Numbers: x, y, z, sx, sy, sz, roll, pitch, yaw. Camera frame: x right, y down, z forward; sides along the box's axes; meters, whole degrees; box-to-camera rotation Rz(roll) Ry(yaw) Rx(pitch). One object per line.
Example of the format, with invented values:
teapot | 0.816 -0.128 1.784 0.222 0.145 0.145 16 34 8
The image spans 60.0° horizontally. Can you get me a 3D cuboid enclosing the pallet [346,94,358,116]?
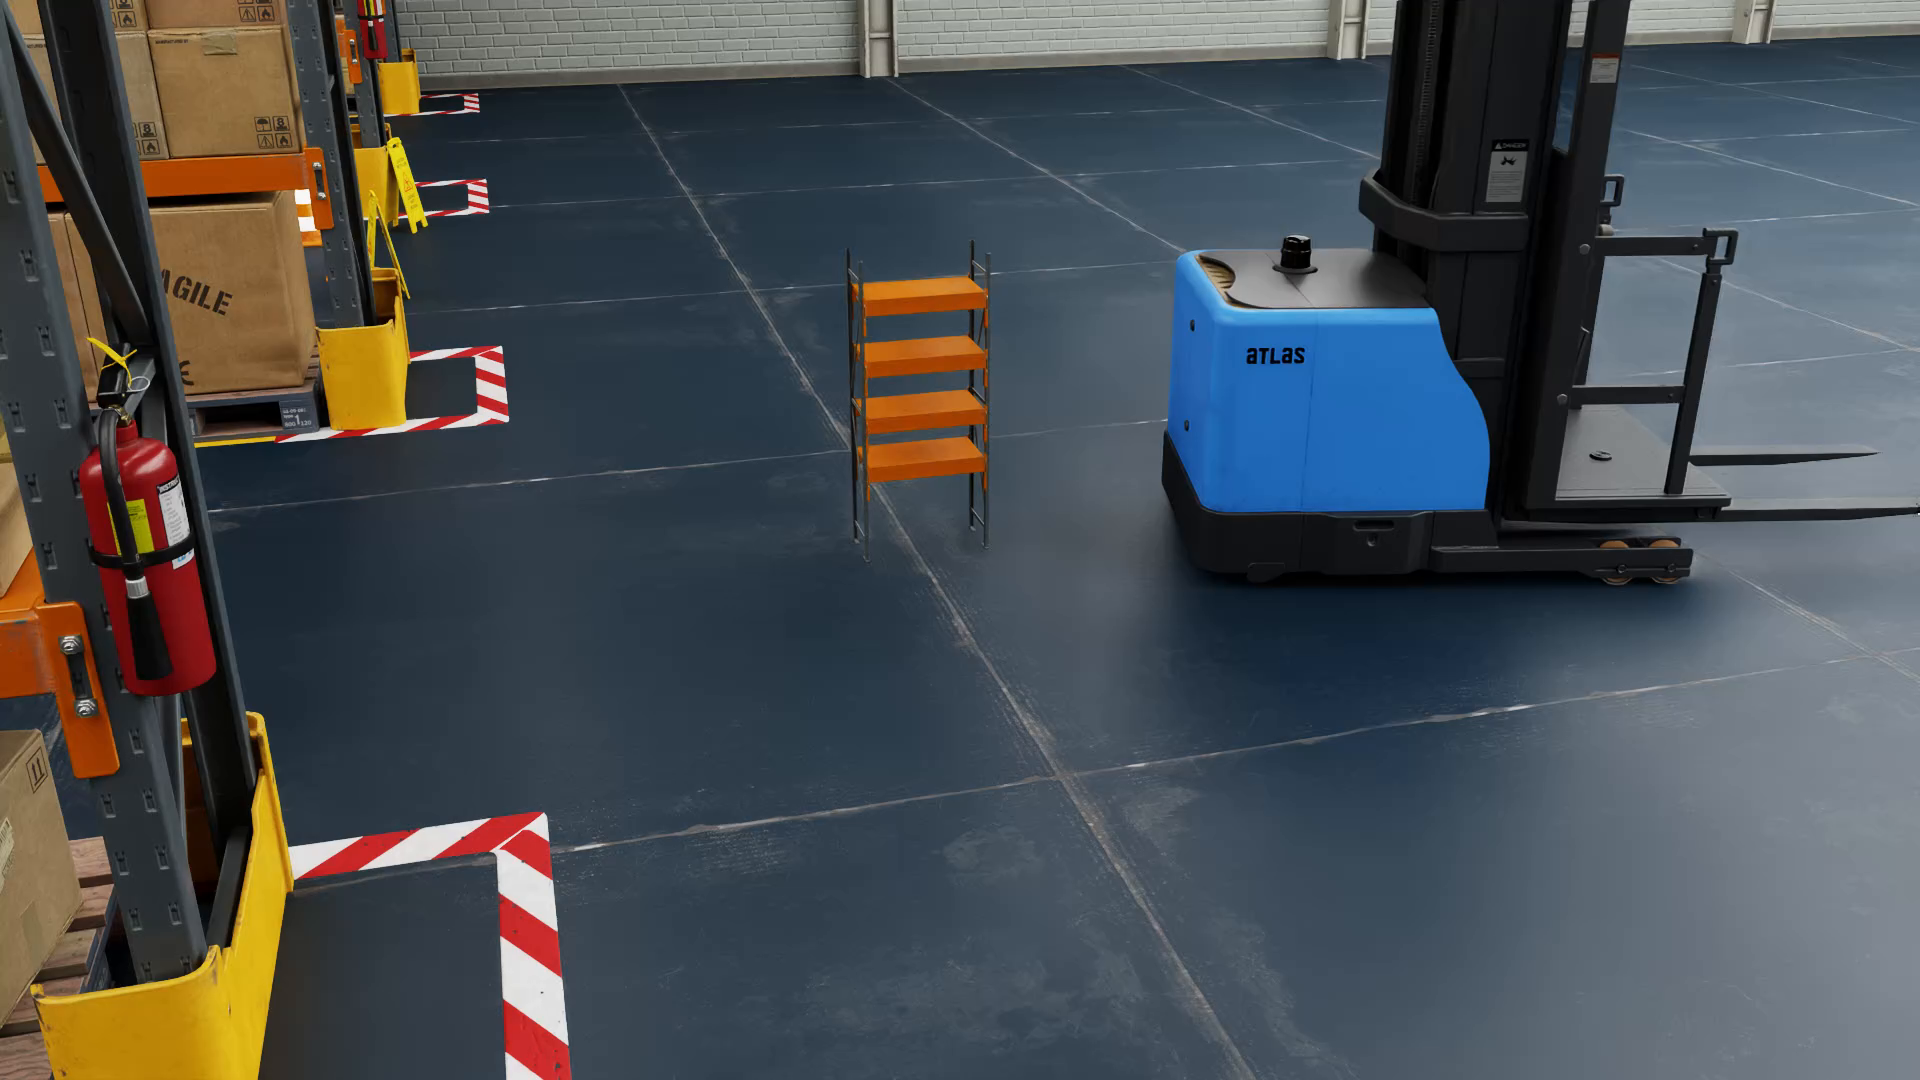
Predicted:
pallet | -6.531 -4.505 16.981 1.213 0.211 1.003 -6 24 -14

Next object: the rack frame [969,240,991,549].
rack frame | 0.076 -0.560 6.533 0.015 1.200 0.240 -6 24 -14

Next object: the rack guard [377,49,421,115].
rack guard | -5.783 -4.737 17.157 0.348 0.500 1.175 -6 24 -14

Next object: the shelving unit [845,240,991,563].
shelving unit | -0.159 -0.534 6.472 0.503 1.200 0.258 -6 24 -14

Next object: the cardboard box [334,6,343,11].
cardboard box | -6.320 -5.293 16.968 0.500 0.250 0.500 -7 24 -15

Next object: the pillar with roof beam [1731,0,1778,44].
pillar with roof beam | 11.774 -9.191 16.759 0.400 9.000 9.100 -6 24 -14

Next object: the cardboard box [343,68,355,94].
cardboard box | -6.173 -4.643 16.721 0.500 0.250 0.500 -6 24 -14

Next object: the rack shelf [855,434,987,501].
rack shelf | -0.159 -0.289 6.577 0.480 0.148 0.258 -6 24 -14

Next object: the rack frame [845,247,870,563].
rack frame | -0.394 -0.508 6.412 0.015 1.200 0.240 -6 24 -14

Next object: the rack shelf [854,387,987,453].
rack shelf | -0.159 -0.472 6.499 0.480 0.148 0.258 -6 24 -14

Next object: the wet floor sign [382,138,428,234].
wet floor sign | -3.990 -2.531 11.831 0.232 0.644 0.267 2 23 4

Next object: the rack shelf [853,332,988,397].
rack shelf | -0.159 -0.677 6.411 0.480 0.148 0.258 -6 24 -14

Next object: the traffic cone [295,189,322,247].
traffic cone | -4.527 -2.298 11.519 0.334 0.463 0.336 -6 24 -14

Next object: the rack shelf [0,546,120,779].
rack shelf | -3.711 0.307 3.144 4.000 0.370 1.077 -6 24 -14

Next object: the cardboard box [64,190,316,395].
cardboard box | -3.663 -1.250 8.021 0.875 0.875 0.875 -6 24 -14

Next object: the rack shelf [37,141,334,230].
rack shelf | -4.953 -1.587 7.557 4.000 0.370 1.077 -6 24 -14

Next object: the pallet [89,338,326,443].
pallet | -3.776 -0.735 8.194 1.213 0.211 1.003 -6 24 -14

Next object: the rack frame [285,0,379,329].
rack frame | -3.027 -2.131 7.912 0.127 3.000 1.000 -6 24 -14

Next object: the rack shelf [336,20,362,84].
rack shelf | -6.388 -3.456 11.912 4.000 0.370 1.077 -6 24 -14

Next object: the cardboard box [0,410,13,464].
cardboard box | -2.124 -0.182 3.688 0.250 0.149 0.380 -6 24 -14

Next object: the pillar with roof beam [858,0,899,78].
pillar with roof beam | 0.220 -7.913 13.780 0.400 9.000 9.100 -6 24 -14

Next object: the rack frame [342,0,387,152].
rack frame | -4.462 -3.999 12.267 0.127 3.000 1.000 -6 24 -14

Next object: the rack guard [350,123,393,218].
rack guard | -4.535 -2.843 12.741 0.348 0.500 1.175 -6 24 -14

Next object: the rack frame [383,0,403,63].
rack frame | -5.806 -5.884 16.658 0.127 3.000 1.000 -6 24 -14

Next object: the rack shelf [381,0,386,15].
rack shelf | -7.732 -5.340 16.303 4.000 0.370 1.077 -6 24 -14

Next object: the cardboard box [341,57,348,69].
cardboard box | -6.191 -4.872 16.621 0.500 0.250 0.500 -7 24 -15

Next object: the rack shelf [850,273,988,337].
rack shelf | -0.159 -0.895 6.317 0.480 0.148 0.258 -6 24 -14

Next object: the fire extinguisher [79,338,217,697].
fire extinguisher | -1.550 -0.039 3.134 0.183 0.674 0.296 -6 24 -14

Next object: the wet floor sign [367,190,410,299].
wet floor sign | -3.534 -1.804 10.135 0.232 0.644 0.267 -11 25 -23

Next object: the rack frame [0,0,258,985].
rack frame | -1.785 -0.237 3.498 0.127 3.000 1.000 -6 24 -14

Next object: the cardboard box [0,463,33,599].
cardboard box | -2.004 -0.013 3.294 0.250 0.149 0.380 -6 24 -14

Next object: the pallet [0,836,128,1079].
pallet | -2.650 1.126 3.859 1.213 0.211 1.003 -6 24 -14

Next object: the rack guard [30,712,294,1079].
rack guard | -1.858 0.920 3.972 0.348 0.500 1.175 -6 24 -14

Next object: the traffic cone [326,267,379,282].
traffic cone | -3.900 -1.913 10.621 0.334 0.463 0.336 -6 24 -14

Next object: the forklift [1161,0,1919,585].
forklift | 2.395 -1.383 6.256 3.031 2.935 1.130 -1 23 -2

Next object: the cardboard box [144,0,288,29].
cardboard box | -3.395 -2.671 7.612 0.550 0.550 0.875 -6 24 -14

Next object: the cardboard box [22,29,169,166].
cardboard box | -3.896 -2.076 7.594 0.550 0.550 0.875 -6 24 -14

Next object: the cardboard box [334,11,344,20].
cardboard box | -6.165 -5.105 16.530 0.500 0.250 0.500 -5 24 -13

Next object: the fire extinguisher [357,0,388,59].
fire extinguisher | -4.227 -3.801 11.903 0.183 0.674 0.296 -6 24 -14

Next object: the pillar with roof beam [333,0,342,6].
pillar with roof beam | -5.557 -7.274 12.290 0.400 9.000 9.100 -6 24 -14

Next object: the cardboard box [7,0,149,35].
cardboard box | -3.900 -2.578 7.394 0.550 0.550 0.875 -6 24 -14

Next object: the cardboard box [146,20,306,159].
cardboard box | -3.373 -2.143 7.750 0.550 0.550 0.875 -6 24 -14

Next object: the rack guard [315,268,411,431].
rack guard | -3.004 -0.985 8.411 0.348 0.500 1.175 -6 24 -14

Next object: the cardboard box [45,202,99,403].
cardboard box | -4.509 -1.156 7.801 0.875 0.875 0.875 -7 24 -15

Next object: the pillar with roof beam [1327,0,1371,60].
pillar with roof beam | 5.997 -8.552 15.269 0.400 9.000 9.100 -6 24 -14

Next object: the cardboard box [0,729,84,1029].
cardboard box | -2.391 0.779 3.768 0.500 0.500 0.500 -2 23 -5
